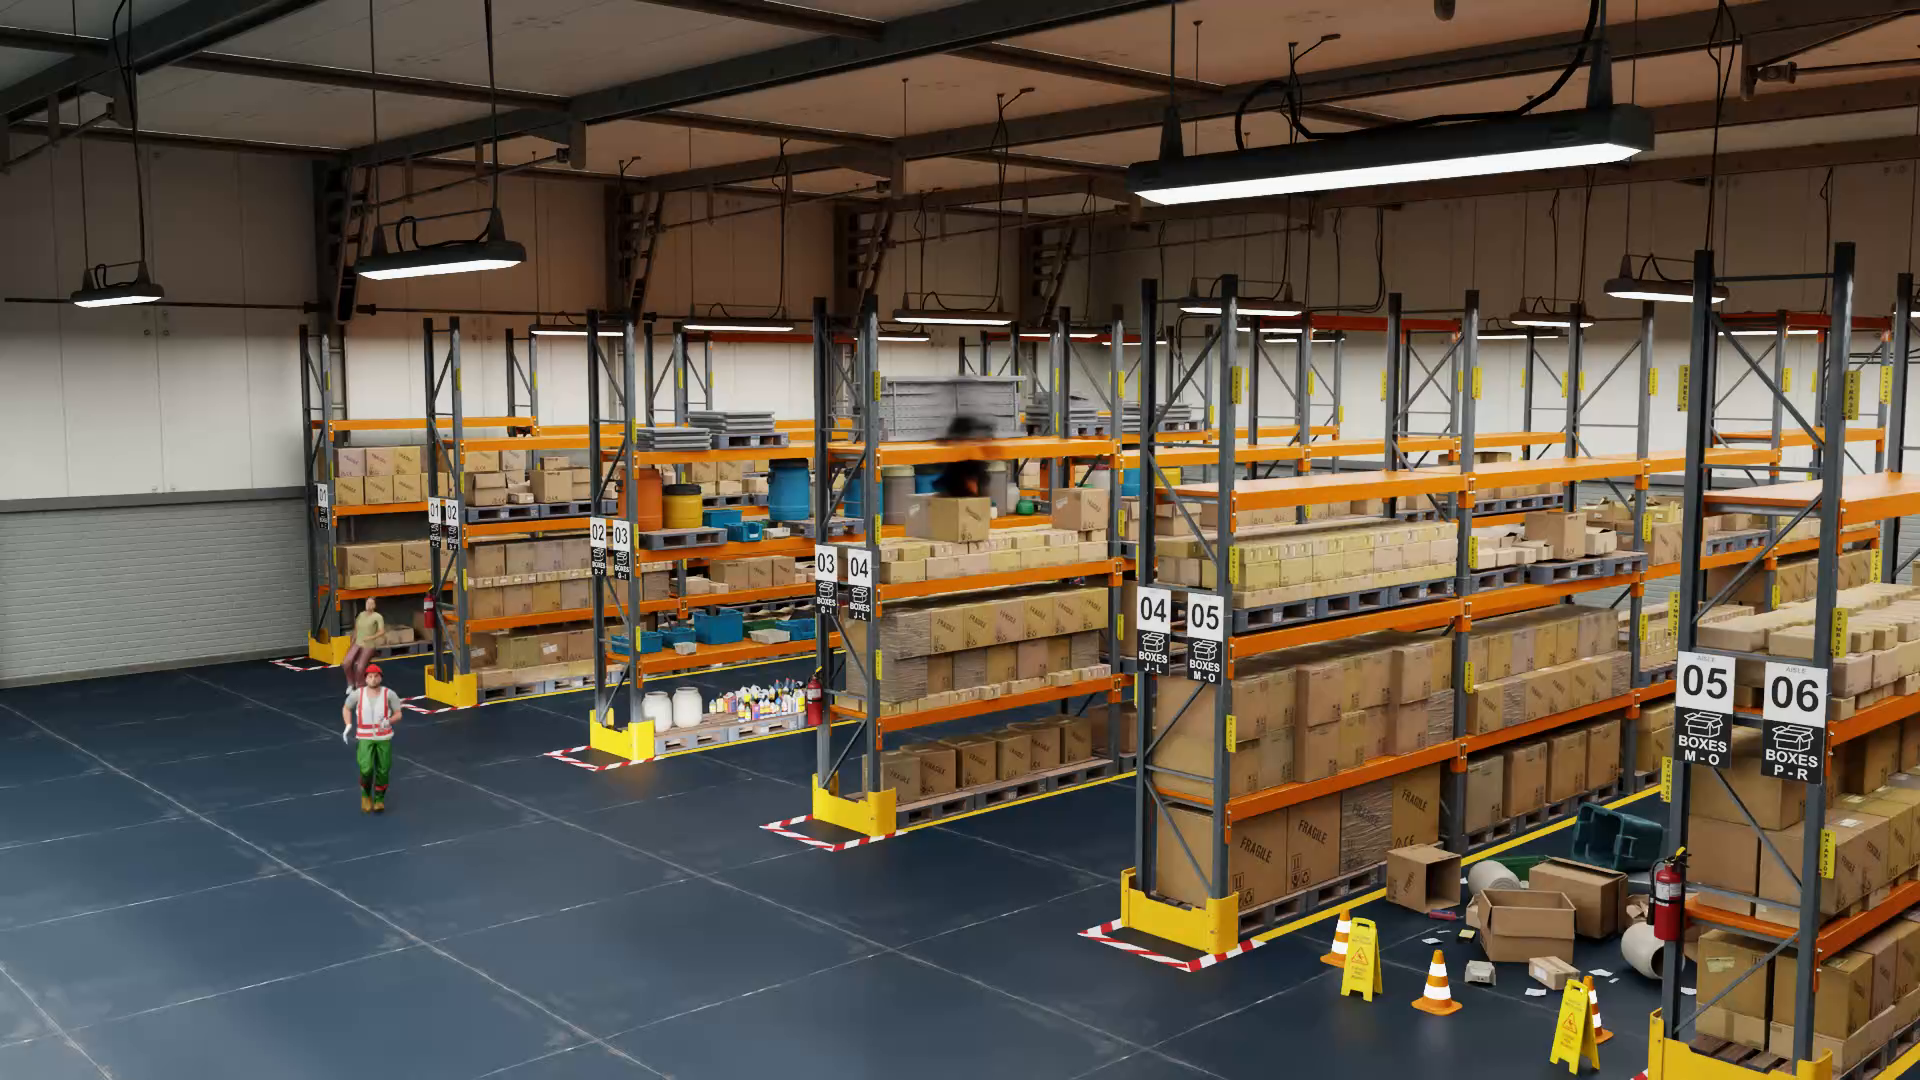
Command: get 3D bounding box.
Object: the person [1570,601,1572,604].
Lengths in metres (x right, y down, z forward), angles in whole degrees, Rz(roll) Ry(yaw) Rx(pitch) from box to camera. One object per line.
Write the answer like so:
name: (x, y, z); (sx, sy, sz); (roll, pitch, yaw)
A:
person: (9.831, 1.691, 26.752); (0.928, 1.563, 0.544); (-5, 7, -39)

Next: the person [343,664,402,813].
person: (-6.822, 2.320, 19.344); (0.655, 1.744, 0.653); (-2, 6, -22)

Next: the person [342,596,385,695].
person: (-9.501, 1.694, 26.441); (0.648, 1.608, 0.542); (2, 6, 19)
